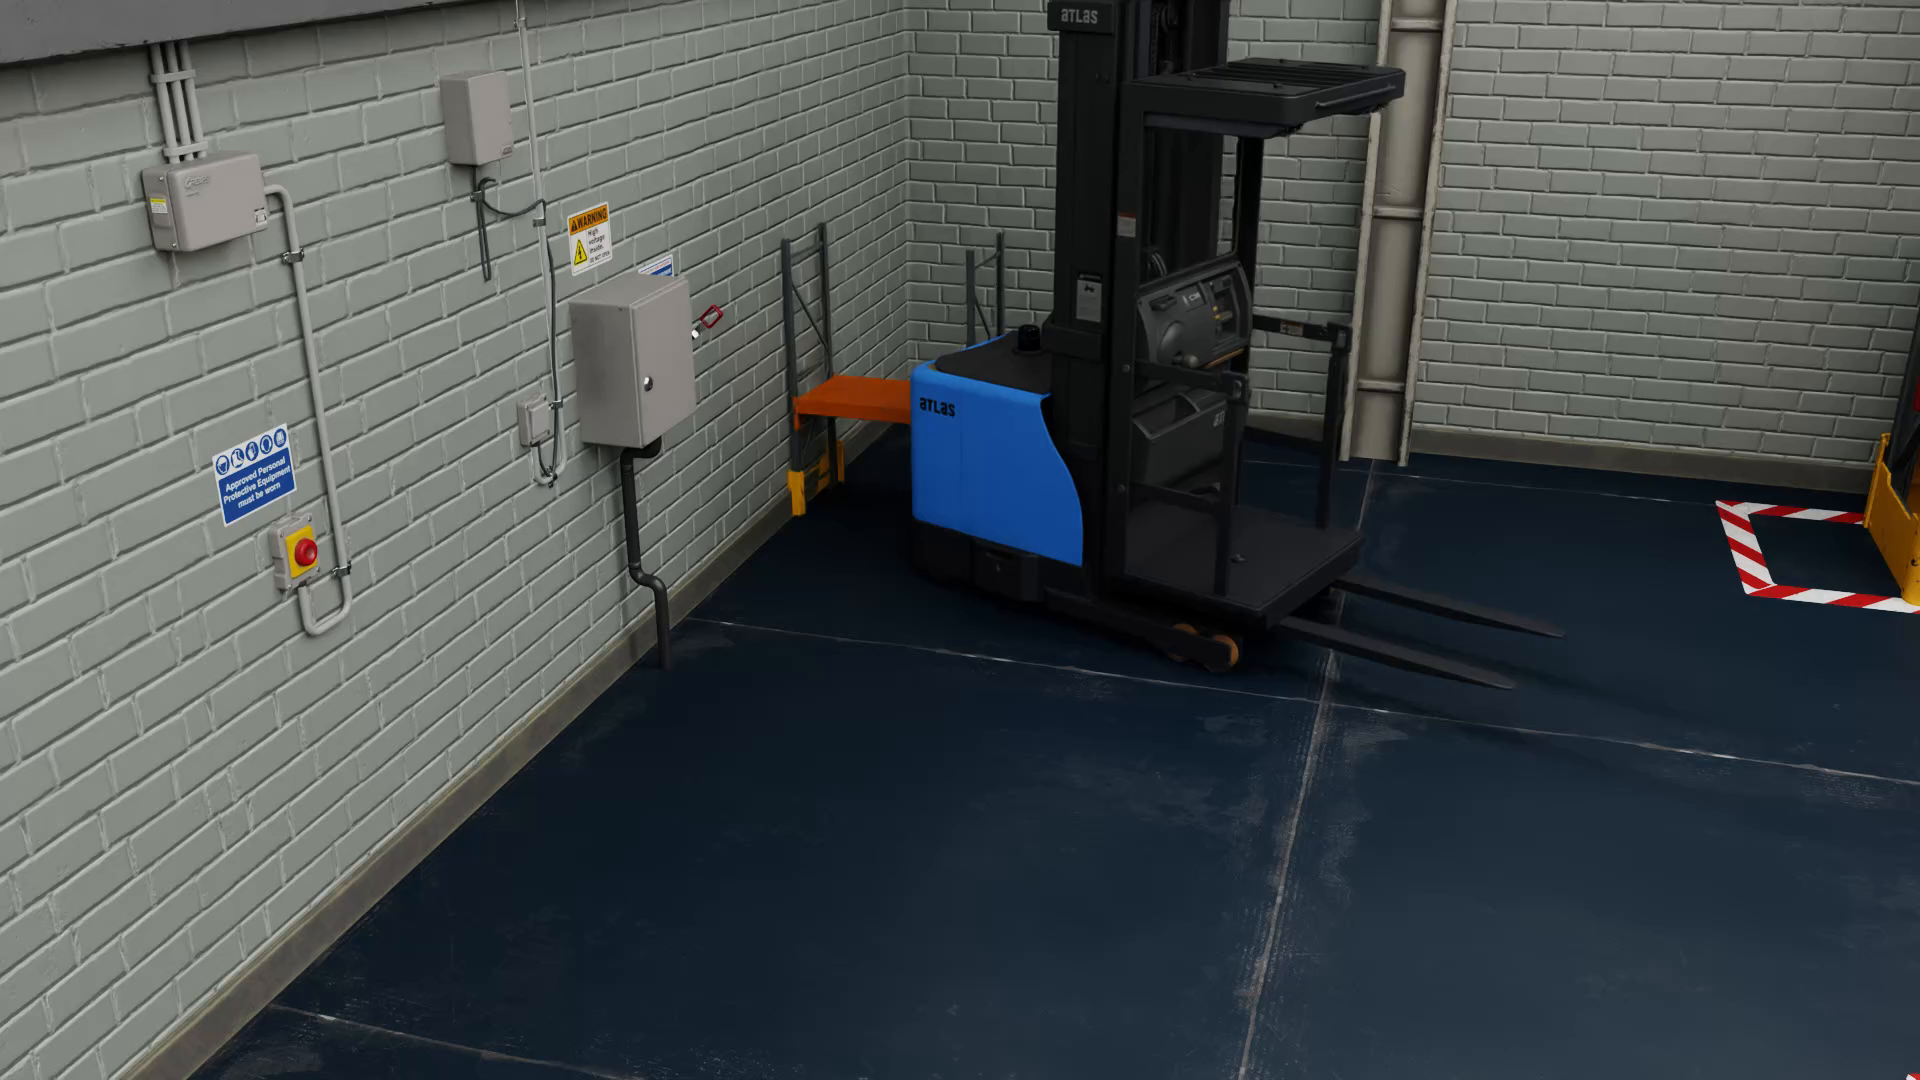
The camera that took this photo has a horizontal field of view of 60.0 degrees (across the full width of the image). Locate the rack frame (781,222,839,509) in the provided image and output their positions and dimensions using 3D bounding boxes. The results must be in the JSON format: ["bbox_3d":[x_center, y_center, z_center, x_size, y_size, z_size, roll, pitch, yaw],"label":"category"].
[{"bbox_3d":[-0.811,-0.935,9.059,0.032,1.500,0.500,7,23,19],"label":"rack frame"}]

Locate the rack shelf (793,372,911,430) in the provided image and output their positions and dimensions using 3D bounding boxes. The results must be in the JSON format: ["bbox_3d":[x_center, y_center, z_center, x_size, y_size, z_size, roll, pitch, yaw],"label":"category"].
[{"bbox_3d":[-0.332,-0.711,8.956,1.000,0.185,0.538,7,23,19],"label":"rack shelf"}]

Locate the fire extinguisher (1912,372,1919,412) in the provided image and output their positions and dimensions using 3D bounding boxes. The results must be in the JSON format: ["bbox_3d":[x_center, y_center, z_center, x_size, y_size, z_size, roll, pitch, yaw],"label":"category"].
[{"bbox_3d":[4.542,-0.916,7.644,0.183,0.674,0.296,7,23,16],"label":"fire extinguisher"}]

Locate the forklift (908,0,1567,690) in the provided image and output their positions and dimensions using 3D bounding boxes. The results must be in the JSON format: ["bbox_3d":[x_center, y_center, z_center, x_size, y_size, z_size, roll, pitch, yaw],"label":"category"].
[{"bbox_3d":[1.224,-0.996,7.337,3.031,2.935,1.130,16,27,34],"label":"forklift"}]

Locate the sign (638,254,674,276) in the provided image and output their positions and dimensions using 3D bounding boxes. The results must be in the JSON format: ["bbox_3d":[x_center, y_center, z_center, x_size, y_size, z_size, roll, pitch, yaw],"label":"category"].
[{"bbox_3d":[-1.328,-0.987,7.350,0.001,0.494,0.329,7,23,16],"label":"sign"}]

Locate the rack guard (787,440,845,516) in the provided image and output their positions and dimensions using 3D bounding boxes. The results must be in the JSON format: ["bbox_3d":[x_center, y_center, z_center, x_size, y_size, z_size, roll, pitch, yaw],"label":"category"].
[{"bbox_3d":[-0.800,-0.353,9.286,0.087,0.250,0.587,7,23,19],"label":"rack guard"}]

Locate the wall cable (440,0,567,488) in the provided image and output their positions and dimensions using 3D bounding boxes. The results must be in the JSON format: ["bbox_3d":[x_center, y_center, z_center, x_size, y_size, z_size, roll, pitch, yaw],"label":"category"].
[{"bbox_3d":[-1.620,-1.068,6.084,0.122,1.984,0.588,7,23,16],"label":"wall cable"}]

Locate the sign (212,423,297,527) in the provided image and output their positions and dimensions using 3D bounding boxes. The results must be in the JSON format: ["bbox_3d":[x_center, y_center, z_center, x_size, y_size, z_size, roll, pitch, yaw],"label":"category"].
[{"bbox_3d":[-2.091,-0.196,4.939,0.001,0.218,0.327,7,23,16],"label":"sign"}]

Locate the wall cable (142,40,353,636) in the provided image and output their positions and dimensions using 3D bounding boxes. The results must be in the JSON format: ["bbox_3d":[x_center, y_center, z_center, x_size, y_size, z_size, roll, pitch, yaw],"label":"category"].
[{"bbox_3d":[-2.019,-0.566,4.818,0.123,1.953,0.585,7,23,16],"label":"wall cable"}]

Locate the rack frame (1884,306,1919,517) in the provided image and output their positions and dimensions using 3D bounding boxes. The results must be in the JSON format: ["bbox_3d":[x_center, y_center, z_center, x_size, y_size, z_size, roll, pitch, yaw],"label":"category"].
[{"bbox_3d":[4.817,-1.276,7.928,0.127,3.000,1.000,7,23,16],"label":"rack frame"}]

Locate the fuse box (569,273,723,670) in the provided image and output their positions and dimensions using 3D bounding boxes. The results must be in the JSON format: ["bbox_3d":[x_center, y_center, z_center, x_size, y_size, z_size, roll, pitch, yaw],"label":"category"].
[{"bbox_3d":[-1.272,-0.233,7.083,0.414,1.711,0.539,7,23,16],"label":"fuse box"}]

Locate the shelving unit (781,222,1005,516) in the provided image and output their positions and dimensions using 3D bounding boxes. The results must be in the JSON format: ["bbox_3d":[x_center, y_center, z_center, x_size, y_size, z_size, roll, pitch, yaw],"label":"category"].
[{"bbox_3d":[-0.344,-0.879,8.894,1.083,1.500,0.587,7,23,19],"label":"shelving unit"}]

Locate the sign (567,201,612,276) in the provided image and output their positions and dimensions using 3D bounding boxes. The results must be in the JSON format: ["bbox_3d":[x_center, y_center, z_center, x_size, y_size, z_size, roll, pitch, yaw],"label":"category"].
[{"bbox_3d":[-1.487,-1.214,6.688,0.001,0.242,0.339,7,23,16],"label":"sign"}]

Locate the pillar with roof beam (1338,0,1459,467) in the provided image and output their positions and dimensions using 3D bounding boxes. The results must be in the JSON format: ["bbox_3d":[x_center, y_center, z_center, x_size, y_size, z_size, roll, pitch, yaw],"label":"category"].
[{"bbox_3d":[1.252,-3.111,4.496,0.400,9.000,9.100,7,23,16],"label":"pillar with roof beam"}]

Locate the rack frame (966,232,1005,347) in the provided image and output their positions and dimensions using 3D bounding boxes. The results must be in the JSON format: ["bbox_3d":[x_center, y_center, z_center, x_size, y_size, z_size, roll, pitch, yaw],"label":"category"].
[{"bbox_3d":[0.141,-0.821,8.723,0.032,1.500,0.500,7,23,19],"label":"rack frame"}]

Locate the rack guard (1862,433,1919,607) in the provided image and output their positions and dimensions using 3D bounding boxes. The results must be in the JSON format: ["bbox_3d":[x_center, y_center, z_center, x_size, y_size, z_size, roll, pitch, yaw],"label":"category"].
[{"bbox_3d":[4.889,-0.111,8.382,0.348,0.500,1.175,7,23,16],"label":"rack guard"}]
